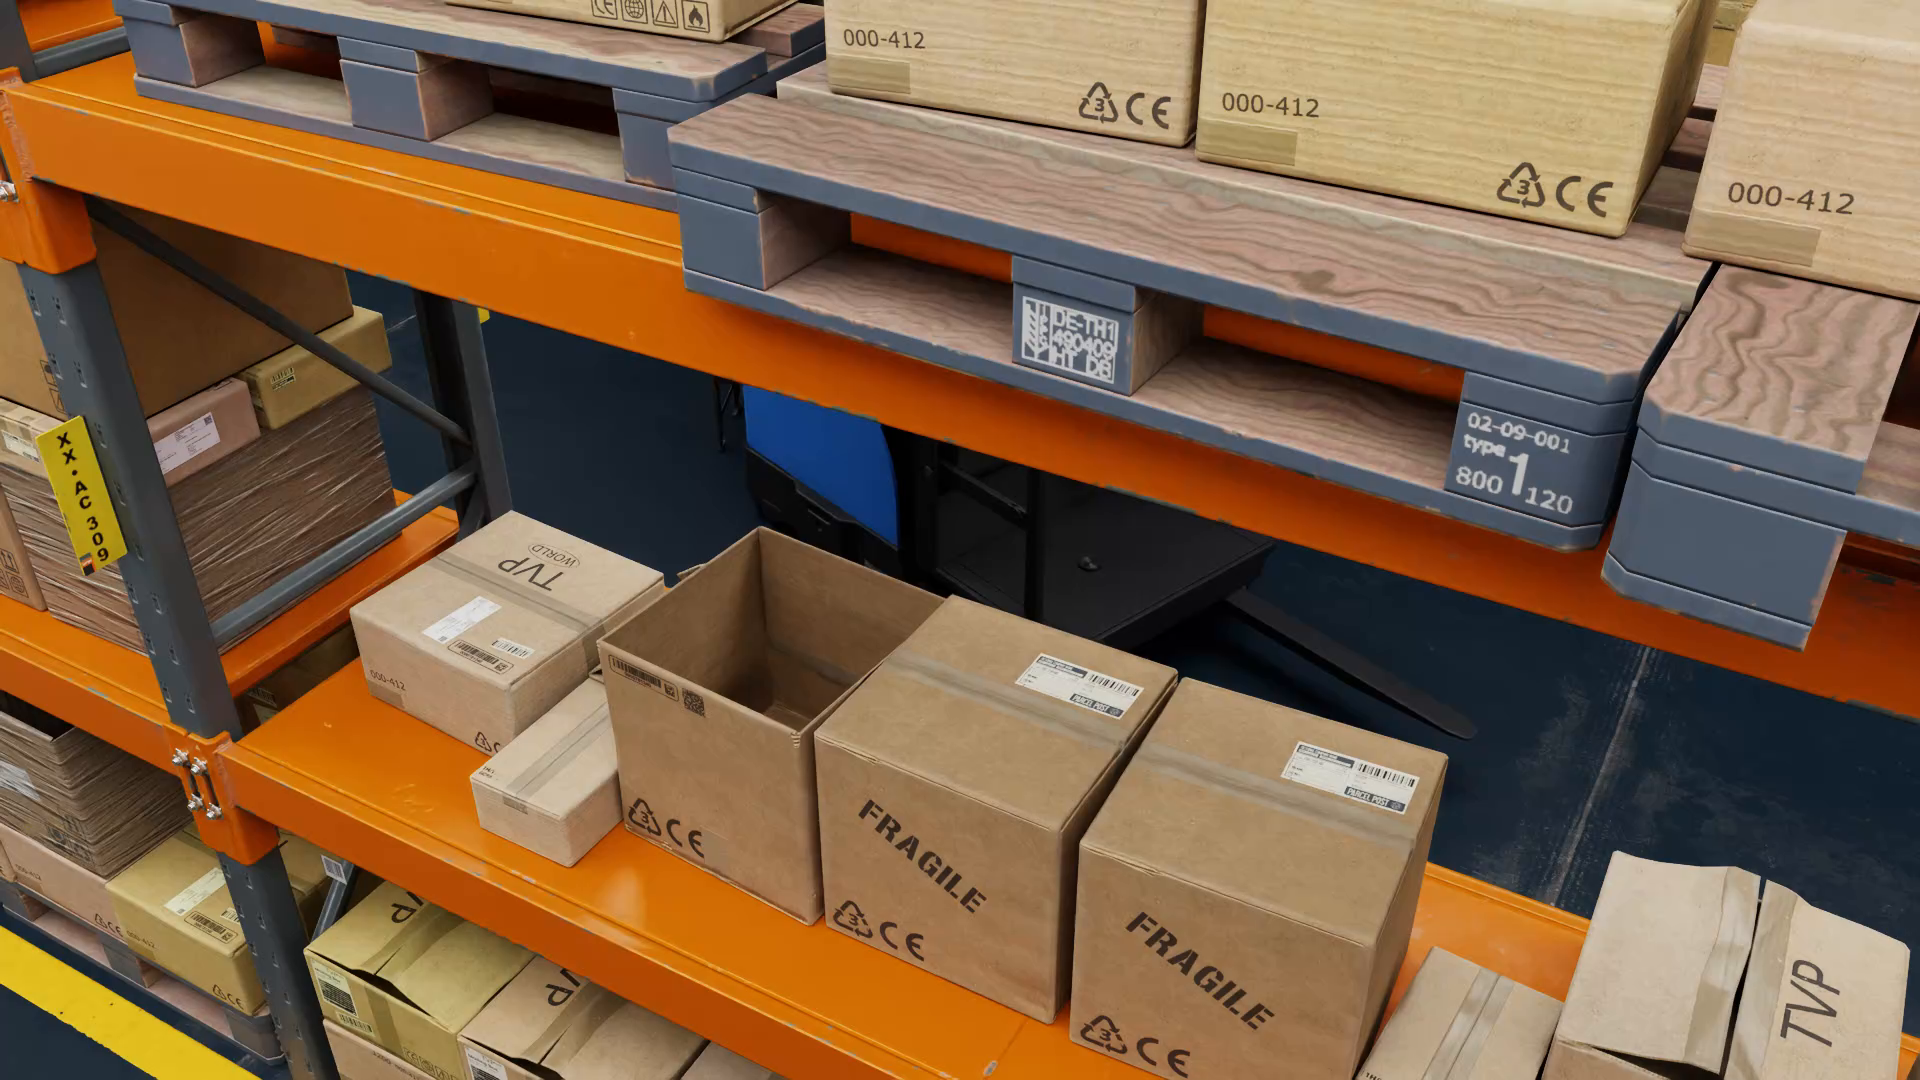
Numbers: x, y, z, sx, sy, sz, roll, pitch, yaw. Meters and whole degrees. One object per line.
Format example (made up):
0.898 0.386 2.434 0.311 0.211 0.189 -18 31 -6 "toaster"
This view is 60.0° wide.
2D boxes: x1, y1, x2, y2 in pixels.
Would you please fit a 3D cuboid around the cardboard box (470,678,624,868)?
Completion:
-0.809 0.487 3.539 0.250 0.149 0.380 18 37 24 "cardboard box"

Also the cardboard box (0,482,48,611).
-2.326 -0.262 4.347 0.500 0.500 0.700 17 37 24 "cardboard box"

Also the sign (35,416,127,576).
-1.751 -0.085 3.319 0.005 0.325 0.100 18 37 24 "sign"

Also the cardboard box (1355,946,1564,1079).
0.861 0.922 2.886 0.250 0.149 0.380 21 39 28 "cardboard box"

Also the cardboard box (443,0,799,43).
-0.468 -0.996 2.590 0.500 0.250 0.500 14 36 20 "cardboard box"

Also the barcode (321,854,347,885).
-1.462 0.769 3.881 0.075 0.075 0.001 18 37 24 "barcode"

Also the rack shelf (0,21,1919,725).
0.260 -0.358 2.525 4.000 0.370 1.077 18 37 24 "rack shelf"

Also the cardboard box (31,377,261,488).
-1.819 -0.243 3.733 0.250 0.149 0.380 18 37 24 "cardboard box"

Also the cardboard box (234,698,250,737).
-2.162 0.286 5.039 0.500 0.500 0.500 18 37 24 "cardboard box"

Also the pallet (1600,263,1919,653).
1.363 -0.173 1.767 1.003 0.211 1.213 19 38 27 "pallet"

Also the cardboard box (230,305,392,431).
-1.614 -0.438 4.026 0.250 0.149 0.380 18 37 24 "cardboard box"

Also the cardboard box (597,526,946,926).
-0.361 0.363 3.408 0.500 0.500 0.500 20 39 28 "cardboard box"

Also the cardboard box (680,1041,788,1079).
-0.360 1.292 3.699 0.500 0.311 0.500 16 37 23 "cardboard box"

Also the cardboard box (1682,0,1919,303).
1.110 -0.453 1.775 0.500 0.250 0.500 19 38 26 "cardboard box"

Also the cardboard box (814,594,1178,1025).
0.074 0.501 3.202 0.500 0.500 0.500 18 38 24 "cardboard box"

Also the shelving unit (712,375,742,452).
-0.798 -1.362 6.900 0.503 2.100 0.431 3 34 4 "shelving unit"

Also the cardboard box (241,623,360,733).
-1.724 0.420 4.838 0.500 0.500 0.500 18 37 24 "cardboard box"

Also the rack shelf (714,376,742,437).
-0.797 -0.768 7.295 0.480 0.518 0.431 3 34 4 "rack shelf"

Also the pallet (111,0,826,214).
-0.704 -0.892 2.849 1.217 0.209 0.805 16 37 23 "pallet"

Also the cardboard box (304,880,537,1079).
-1.242 1.010 4.122 0.500 0.311 0.500 18 38 25 "cardboard box"

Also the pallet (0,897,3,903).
-3.210 0.627 5.617 1.213 0.211 1.003 18 37 24 "pallet"

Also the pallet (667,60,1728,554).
0.390 -0.479 2.227 1.213 0.211 1.003 19 38 27 "pallet"

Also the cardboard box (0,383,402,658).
-1.865 -0.120 4.134 0.500 0.500 0.700 17 37 23 "cardboard box"

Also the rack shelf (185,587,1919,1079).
0.260 0.890 3.356 4.000 0.370 1.077 18 37 24 "rack shelf"

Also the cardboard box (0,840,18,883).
-2.858 0.715 5.071 0.500 0.250 0.500 18 37 24 "cardboard box"

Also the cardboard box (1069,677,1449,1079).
0.531 0.646 2.984 0.500 0.500 0.500 16 37 22 "cardboard box"

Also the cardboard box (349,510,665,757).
-1.028 0.217 3.852 0.500 0.250 0.500 20 39 27 "cardboard box"

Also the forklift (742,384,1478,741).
0.452 -0.927 5.497 1.130 2.935 3.031 -25 41 -33 "forklift"

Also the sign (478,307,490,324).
-1.216 -0.672 4.080 0.005 0.325 0.100 18 37 24 "sign"

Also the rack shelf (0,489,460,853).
-3.213 -0.210 5.008 4.000 0.370 1.077 18 37 24 "rack shelf"

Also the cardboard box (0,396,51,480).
-2.033 -0.312 3.836 0.250 0.149 0.380 17 37 23 "cardboard box"

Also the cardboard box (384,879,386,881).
-1.729 0.737 5.039 0.500 0.250 0.500 18 37 24 "cardboard box"

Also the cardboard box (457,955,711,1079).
-0.810 1.151 3.912 0.500 0.311 0.500 17 37 24 "cardboard box"

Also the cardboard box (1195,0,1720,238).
0.619 -0.616 2.019 0.500 0.250 0.500 17 37 23 "cardboard box"

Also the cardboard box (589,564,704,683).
-0.622 0.250 3.789 0.258 0.266 0.396 17 37 23 "cardboard box"

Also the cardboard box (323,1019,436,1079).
-1.249 1.241 4.283 0.500 0.250 0.500 17 37 23 "cardboard box"

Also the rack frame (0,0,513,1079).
-1.477 0.041 3.983 0.127 3.000 1.000 18 37 24 "rack frame"

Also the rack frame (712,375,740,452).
-1.041 -1.374 6.918 0.015 2.100 0.400 3 34 4 "rack frame"

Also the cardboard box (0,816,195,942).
-2.417 0.846 4.876 0.500 0.250 0.500 18 37 24 "cardboard box"

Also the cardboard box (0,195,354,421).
-1.865 -0.660 3.774 0.500 0.500 0.700 18 38 25 "cardboard box"

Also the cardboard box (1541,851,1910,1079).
1.316 0.839 2.865 0.500 0.311 0.500 17 37 24 "cardboard box"

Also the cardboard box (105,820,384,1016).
-1.988 0.988 4.662 0.500 0.250 0.500 18 37 24 "cardboard box"

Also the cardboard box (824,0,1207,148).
0.153 -0.765 2.243 0.500 0.250 0.500 14 36 20 "cardboard box"

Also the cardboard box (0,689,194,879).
-2.416 0.533 4.669 0.500 0.500 0.500 18 37 24 "cardboard box"

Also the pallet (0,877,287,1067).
-2.146 0.962 5.114 1.213 0.211 1.003 18 37 24 "pallet"

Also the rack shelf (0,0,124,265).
-3.213 -1.458 4.177 4.000 0.370 1.077 18 37 24 "rack shelf"

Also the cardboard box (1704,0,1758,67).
2.945 -1.925 6.448 0.500 0.500 0.700 18 37 24 "cardboard box"
